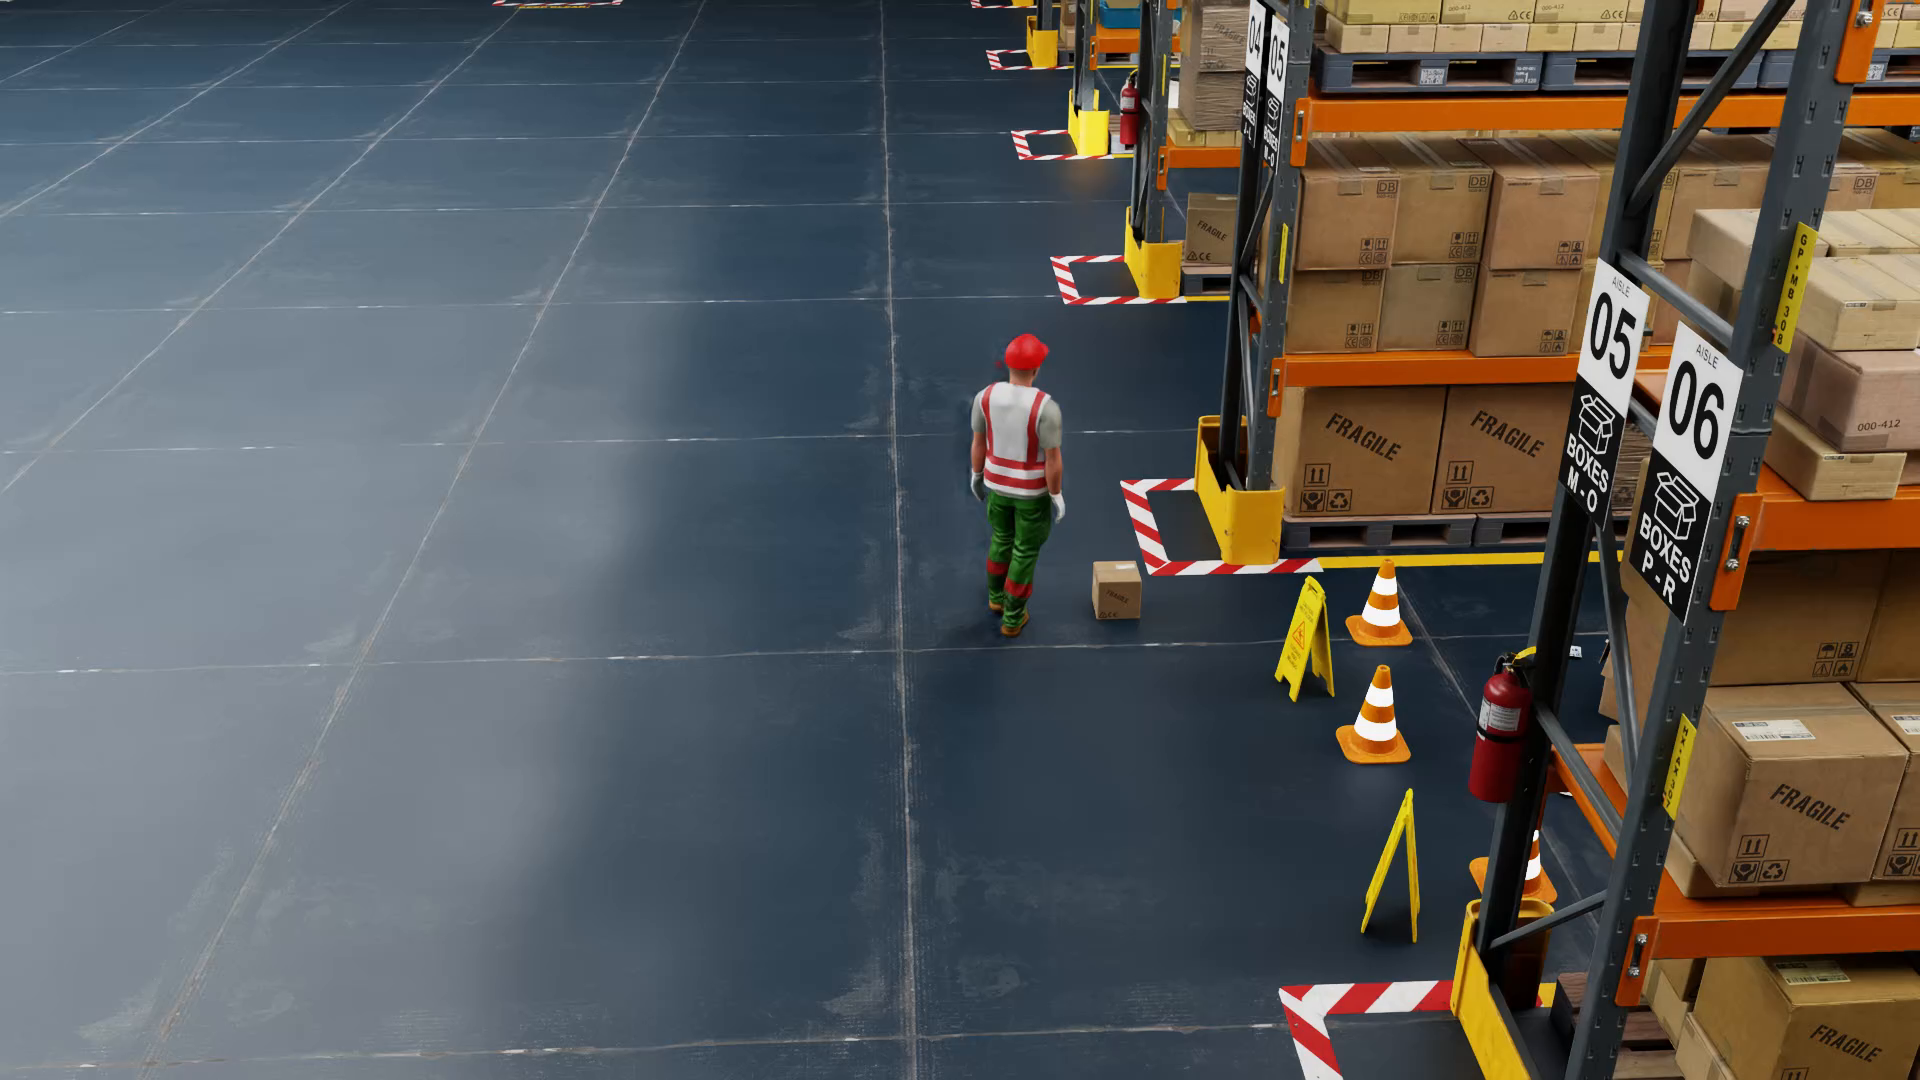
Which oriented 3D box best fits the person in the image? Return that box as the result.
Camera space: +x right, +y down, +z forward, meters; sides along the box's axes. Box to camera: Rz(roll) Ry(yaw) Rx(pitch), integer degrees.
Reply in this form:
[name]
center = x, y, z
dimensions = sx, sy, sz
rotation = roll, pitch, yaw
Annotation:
[person]
center = 0.362, -0.317, 9.222
dimensions = 0.572, 1.821, 0.515
rotation = 13, 30, 24
